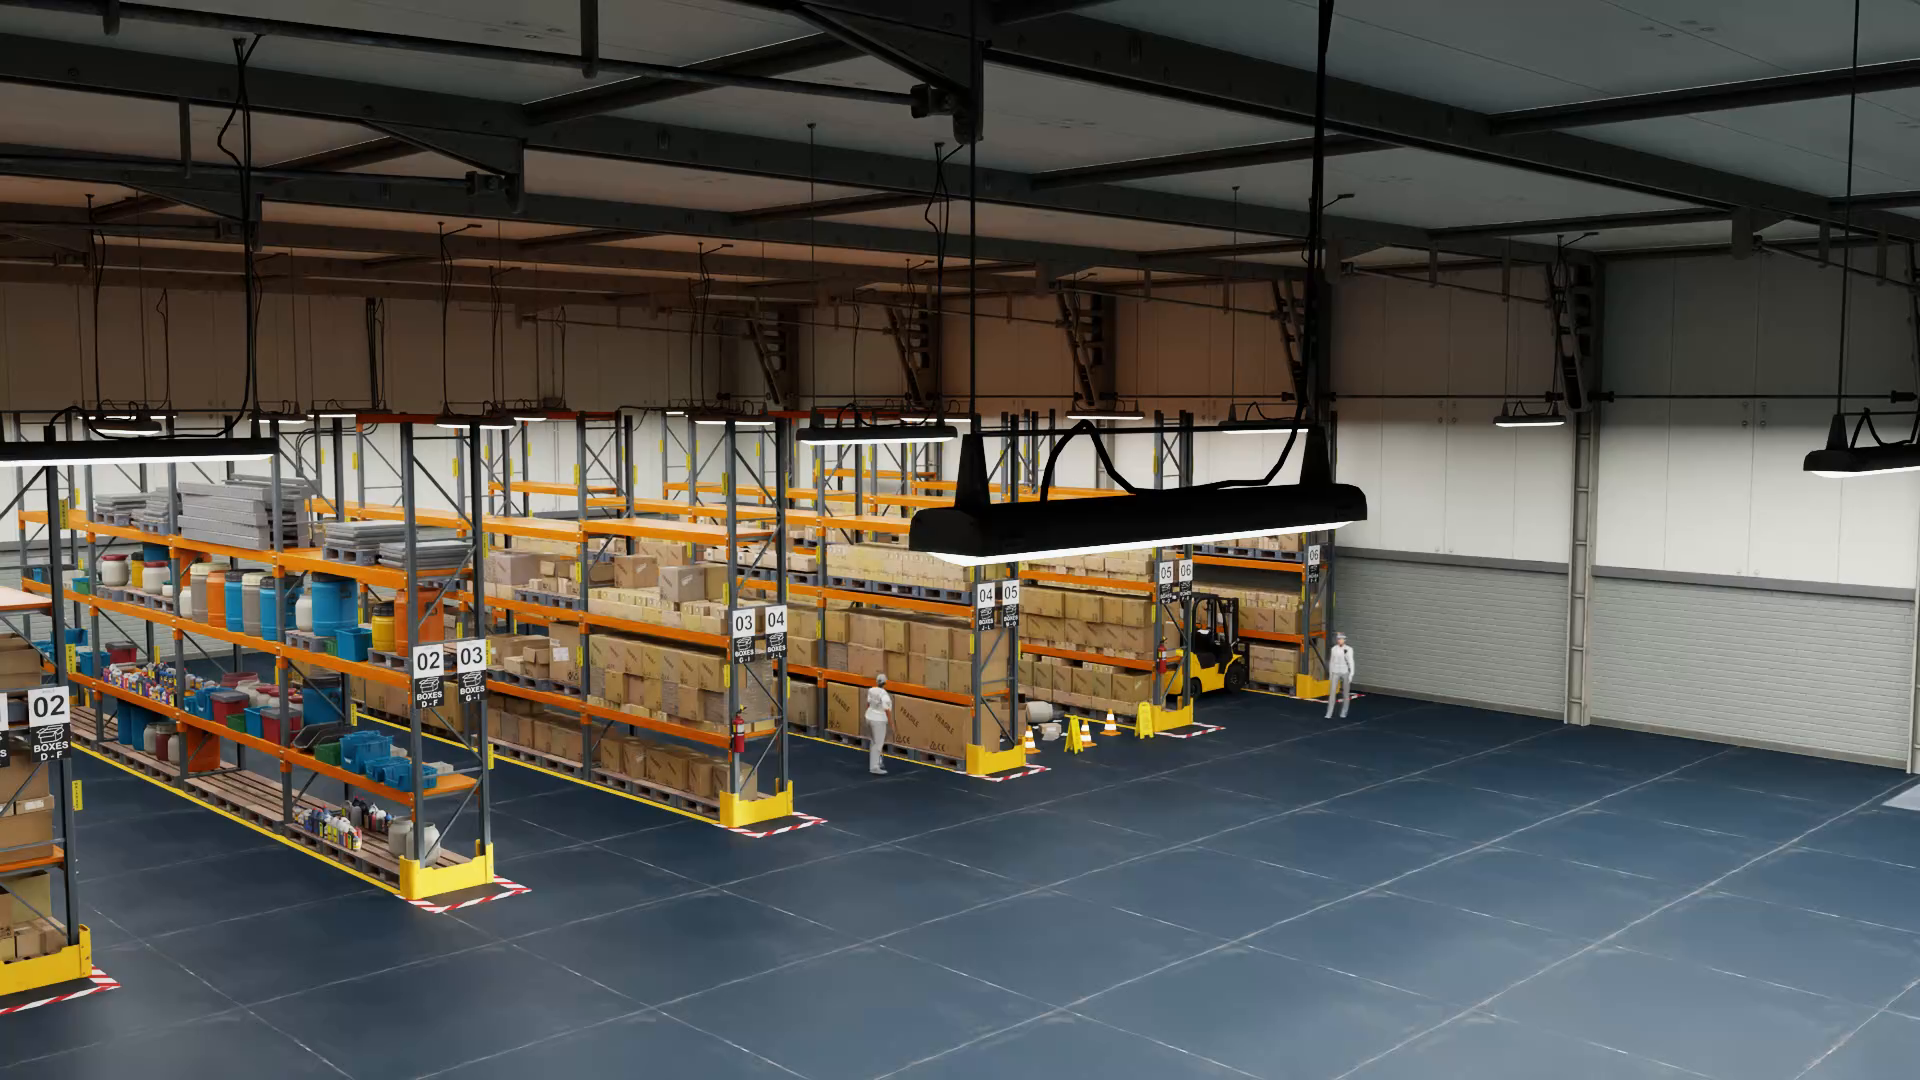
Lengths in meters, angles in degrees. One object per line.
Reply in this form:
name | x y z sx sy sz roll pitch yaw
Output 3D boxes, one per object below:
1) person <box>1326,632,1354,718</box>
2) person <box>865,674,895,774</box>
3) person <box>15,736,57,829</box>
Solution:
person | 7.472 2.655 32.700 0.491 1.702 0.508 3 6 32
person | -1.364 3.087 28.037 0.528 1.692 0.661 -3 6 -27
person | -13.473 3.369 23.957 0.619 1.784 0.616 0 5 -3
